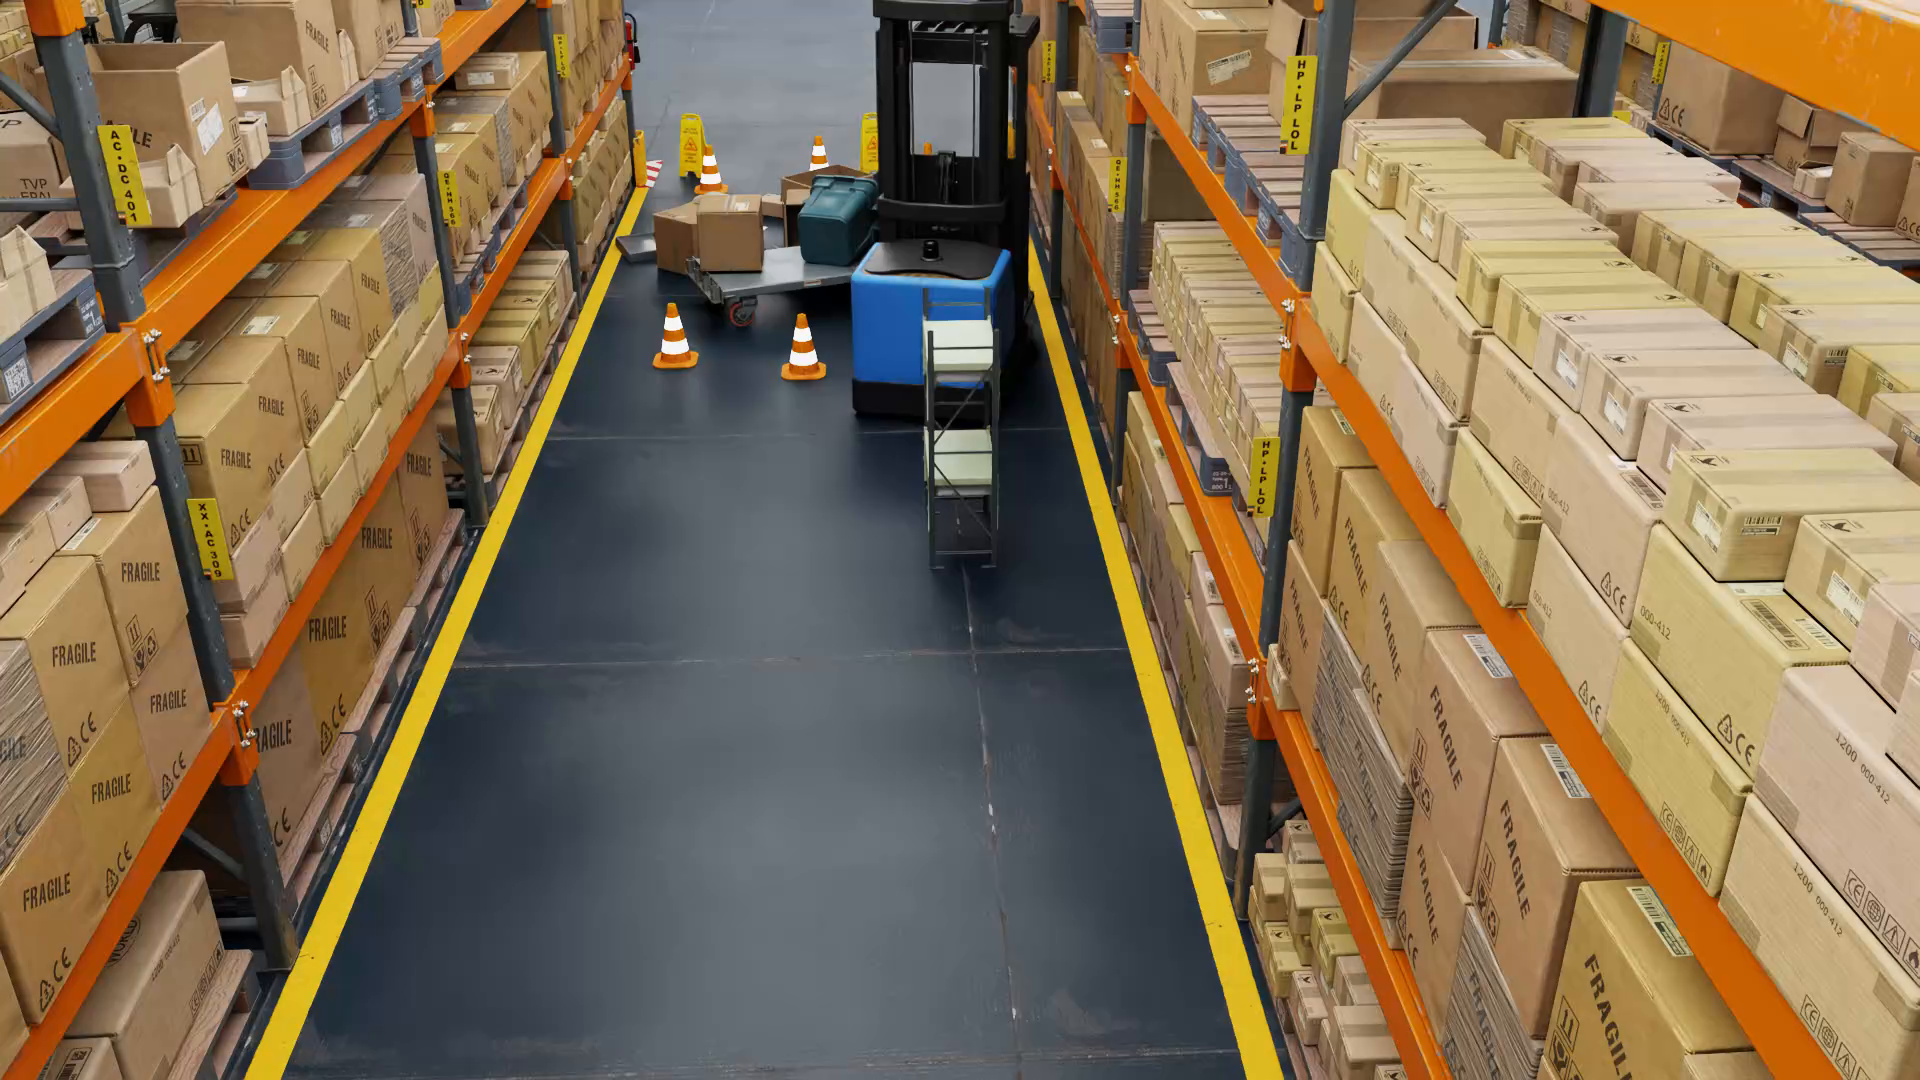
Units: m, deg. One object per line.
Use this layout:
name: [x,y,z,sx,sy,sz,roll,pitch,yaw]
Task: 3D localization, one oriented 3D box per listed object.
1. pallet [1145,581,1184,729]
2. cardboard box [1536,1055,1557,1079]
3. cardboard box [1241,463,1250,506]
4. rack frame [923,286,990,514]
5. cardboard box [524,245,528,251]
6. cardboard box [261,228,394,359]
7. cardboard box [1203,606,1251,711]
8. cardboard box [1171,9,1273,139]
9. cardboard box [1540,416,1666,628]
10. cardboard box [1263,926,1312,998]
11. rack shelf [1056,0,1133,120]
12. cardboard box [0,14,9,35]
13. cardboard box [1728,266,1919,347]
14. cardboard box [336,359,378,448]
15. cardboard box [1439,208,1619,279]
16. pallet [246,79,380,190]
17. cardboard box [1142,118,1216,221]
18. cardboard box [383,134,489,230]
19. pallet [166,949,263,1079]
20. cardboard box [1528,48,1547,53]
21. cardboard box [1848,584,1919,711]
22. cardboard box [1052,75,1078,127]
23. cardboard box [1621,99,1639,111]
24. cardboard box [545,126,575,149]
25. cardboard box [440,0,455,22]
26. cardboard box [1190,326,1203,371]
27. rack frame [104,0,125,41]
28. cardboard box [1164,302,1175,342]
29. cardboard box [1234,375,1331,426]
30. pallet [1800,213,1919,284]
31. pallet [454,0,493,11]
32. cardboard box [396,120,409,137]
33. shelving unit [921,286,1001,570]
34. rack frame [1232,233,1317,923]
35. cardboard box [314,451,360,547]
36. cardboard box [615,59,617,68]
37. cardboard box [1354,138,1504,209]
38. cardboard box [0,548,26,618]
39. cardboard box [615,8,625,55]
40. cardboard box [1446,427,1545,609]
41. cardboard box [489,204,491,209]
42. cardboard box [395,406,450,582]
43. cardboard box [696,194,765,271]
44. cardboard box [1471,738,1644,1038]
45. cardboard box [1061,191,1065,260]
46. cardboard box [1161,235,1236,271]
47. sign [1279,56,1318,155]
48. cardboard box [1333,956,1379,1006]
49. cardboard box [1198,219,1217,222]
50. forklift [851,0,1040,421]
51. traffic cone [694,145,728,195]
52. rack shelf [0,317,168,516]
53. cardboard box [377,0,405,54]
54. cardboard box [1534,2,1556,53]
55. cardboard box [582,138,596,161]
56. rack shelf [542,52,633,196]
pallet: [1.577,0.578,8.913,1.003,0.211,1.213,-1,28,-3]
cardboard box: [1.592,1.498,3.705,0.500,0.500,0.500,-2,28,-3]
cardboard box: [1.442,-0.222,7.250,0.380,0.149,0.250,-1,28,-3]
rack frame: [-0.019,-0.837,10.233,0.400,1.500,0.023,-1,28,-3]
cardboard box: [-3.970,-2.496,14.311,0.500,0.250,0.500,0,28,0]
cardboard box: [-3.119,-1.204,8.125,0.500,0.500,0.500,-1,28,-3]
cardboard box: [1.394,0.518,7.451,0.500,0.250,0.500,-2,28,-4]
cardboard box: [1.305,-2.224,7.918,0.500,0.500,0.500,-1,28,-3]
cardboard box: [1.564,-0.051,3.482,0.500,0.250,0.500,-1,28,-2]
cardboard box: [1.397,1.643,6.485,0.380,0.149,0.250,-1,28,-1]
rack shelf: [1.372,-3.516,11.281,1.077,0.370,4.000,-1,28,-3]
cardboard box: [-8.525,-4.466,14.439,0.380,0.149,0.250,-1,28,-2]
cardboard box: [2.102,-0.545,3.998,0.380,0.149,0.250,-2,28,-4]
cardboard box: [-3.077,-0.640,7.855,0.500,0.250,0.500,-2,28,-4]
cardboard box: [1.511,-0.774,4.438,0.380,0.149,0.250,-2,28,-4]
pallet: [-3.313,-1.849,7.511,1.003,0.211,1.213,0,28,0]
cardboard box: [1.463,-2.276,10.181,0.700,0.500,0.500,-2,28,-3]
cardboard box: [-3.288,-2.231,10.400,0.500,0.500,0.500,0,28,0]
pallet: [-3.291,2.022,6.145,1.003,0.211,1.213,-1,28,-3]
cardboard box: [5.820,-4.753,16.391,0.380,0.149,0.250,-1,28,-3]
cardboard box: [1.647,0.189,2.590,0.380,0.149,0.250,-1,28,-2]
cardboard box: [1.236,-3.665,13.871,0.875,0.550,0.550,-1,28,-3]
cardboard box: [5.965,-3.715,14.400,0.380,0.149,0.250,-1,28,-3]
cardboard box: [-3.366,-3.304,13.613,0.380,0.149,0.250,-2,28,-3]
cardboard box: [-3.570,-3.494,10.351,0.797,0.503,0.637,-1,28,-3]
cardboard box: [1.370,-0.965,8.352,0.380,0.149,0.250,-2,28,-3]
rack frame: [-8.836,-4.988,16.570,1.000,3.000,0.127,-1,28,-3]
cardboard box: [1.327,-1.196,9.117,0.380,0.149,0.250,0,28,0]
cardboard box: [1.429,-0.618,7.365,0.380,0.149,0.250,-1,28,-3]
pallet: [6.291,-1.896,10.848,1.213,0.211,1.003,-1,28,-3]
pallet: [-3.687,-3.742,11.141,1.213,0.211,1.003,-1,28,-3]
cardboard box: [-3.828,-2.452,10.824,0.500,0.500,0.500,-3,28,-6]
shelving unit: [0.000,-0.668,9.909,0.431,1.500,0.755,-1,28,-3]
rack frame: [1.685,0.266,6.496,1.000,3.000,0.127,-1,28,-3]
cardboard box: [-3.051,-0.187,7.527,0.500,0.250,0.500,-2,28,-3]
cardboard box: [-3.530,-4.597,16.092,0.380,0.149,0.250,-2,28,-4]
cardboard box: [1.440,-1.129,5.118,0.380,0.149,0.250,-3,28,-5]
cardboard box: [-2.979,0.148,4.832,0.380,0.149,0.250,-2,28,-3]
cardboard box: [-3.576,-5.042,16.243,0.500,0.500,0.500,-2,28,-4]
cardboard box: [1.512,-0.064,4.047,0.500,0.250,0.500,0,28,0]
cardboard box: [-3.380,-2.270,11.175,0.380,0.149,0.250,0,28,-1]
cardboard box: [-3.508,-0.338,9.498,0.875,0.875,0.875,-2,28,-3]
cardboard box: [-1.894,-2.546,13.773,0.500,0.500,0.500,-1,28,-3]
cardboard box: [1.559,0.815,3.933,0.500,0.500,0.500,0,28,0]
cardboard box: [1.305,-2.965,14.534,0.875,0.875,0.875,-1,28,-2]
cardboard box: [1.324,-1.578,9.205,0.380,0.149,0.250,-2,28,-4]
sign: [1.131,-1.453,5.563,0.100,0.325,0.005,-1,28,-3]
cardboard box: [1.550,1.608,5.908,0.380,0.149,0.250,-2,28,-4]
cardboard box: [1.723,-1.839,10.425,0.500,0.500,0.500,-1,28,-2]
forklift: [-0.017,-2.799,12.447,1.130,2.935,3.031,4,28,8]
traffic cone: [-2.568,-3.817,17.068,0.336,0.463,0.334,-1,28,-3]
rack shelf: [-3.148,0.345,3.879,1.077,0.370,4.000,-1,28,-3]
cardboard box: [-3.291,-2.806,8.578,0.797,0.503,0.637,-3,28,-6]
cardboard box: [6.165,-5.042,16.244,0.875,0.500,0.500,-1,28,-3]
cardboard box: [-3.407,-3.425,14.580,0.380,0.149,0.250,0,28,-1]
rack shelf: [-3.775,-3.867,15.198,1.077,0.370,4.000,-1,28,-3]
